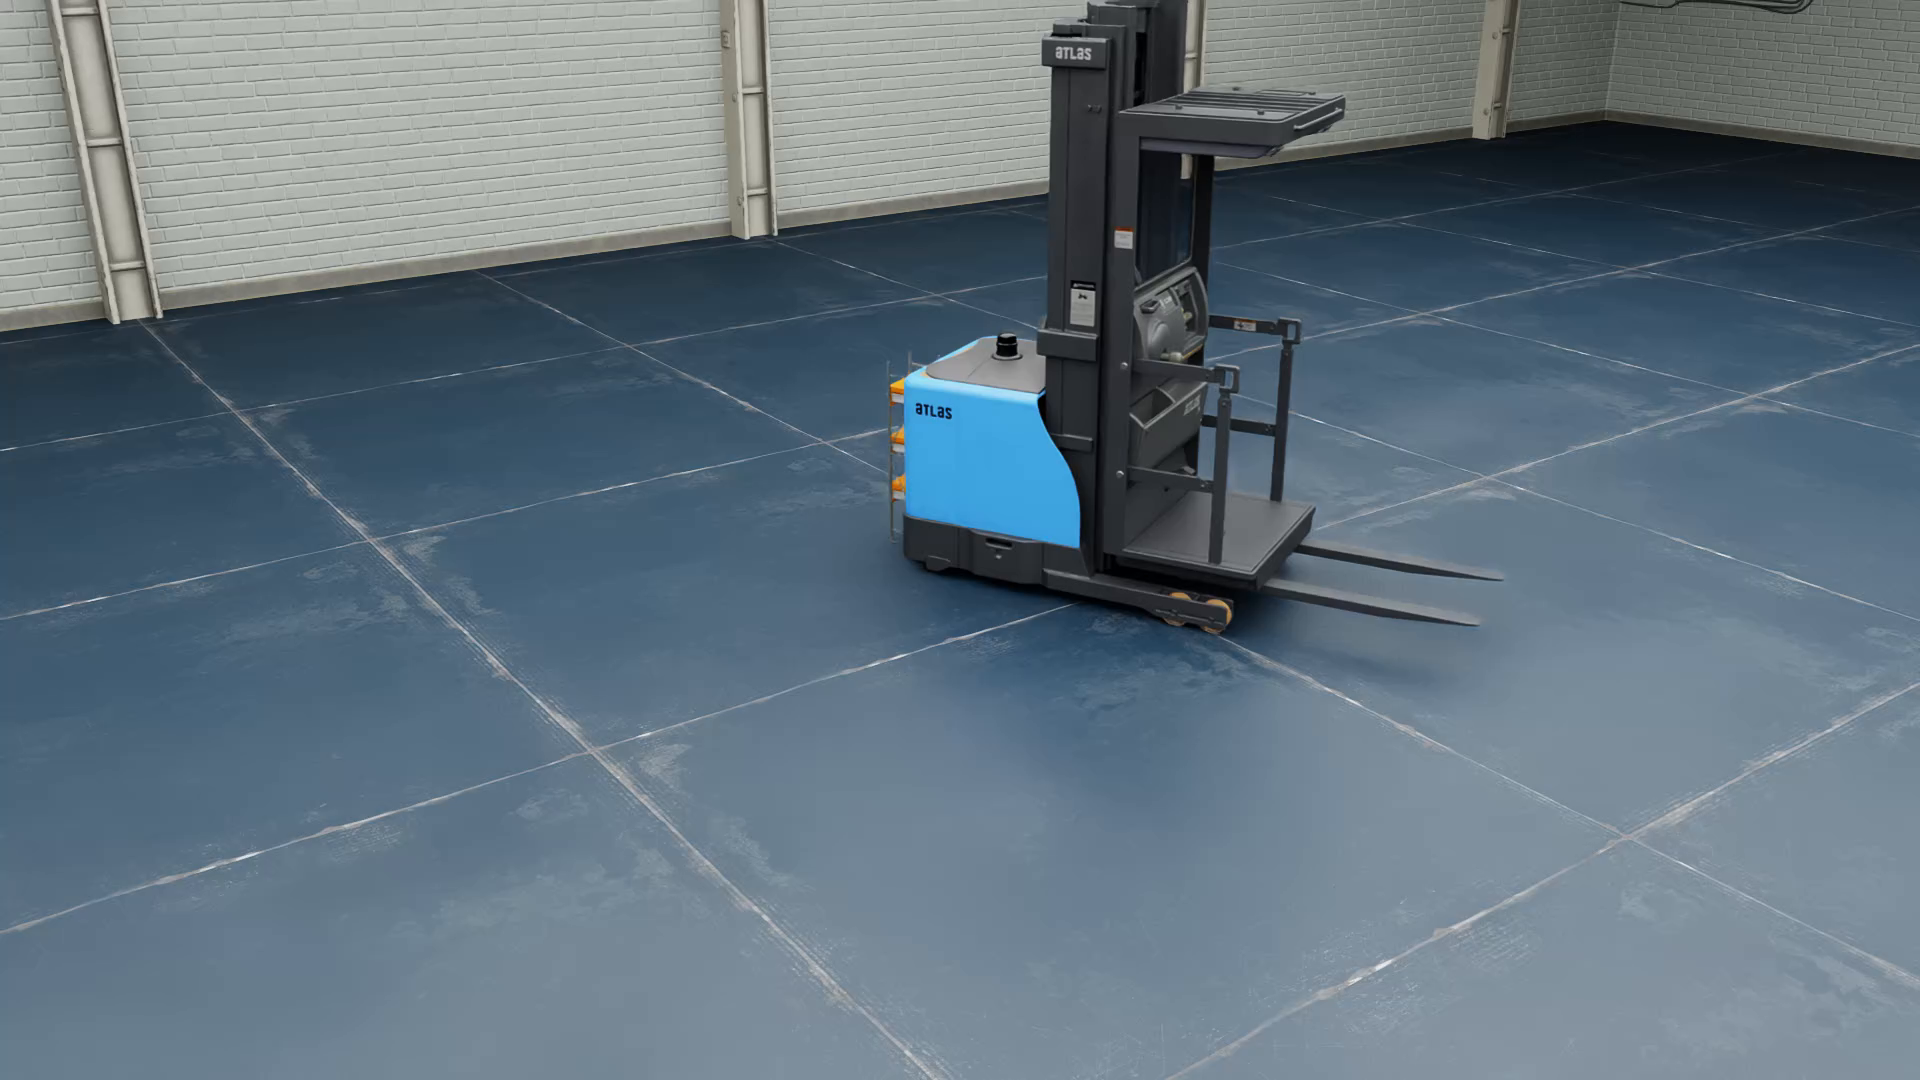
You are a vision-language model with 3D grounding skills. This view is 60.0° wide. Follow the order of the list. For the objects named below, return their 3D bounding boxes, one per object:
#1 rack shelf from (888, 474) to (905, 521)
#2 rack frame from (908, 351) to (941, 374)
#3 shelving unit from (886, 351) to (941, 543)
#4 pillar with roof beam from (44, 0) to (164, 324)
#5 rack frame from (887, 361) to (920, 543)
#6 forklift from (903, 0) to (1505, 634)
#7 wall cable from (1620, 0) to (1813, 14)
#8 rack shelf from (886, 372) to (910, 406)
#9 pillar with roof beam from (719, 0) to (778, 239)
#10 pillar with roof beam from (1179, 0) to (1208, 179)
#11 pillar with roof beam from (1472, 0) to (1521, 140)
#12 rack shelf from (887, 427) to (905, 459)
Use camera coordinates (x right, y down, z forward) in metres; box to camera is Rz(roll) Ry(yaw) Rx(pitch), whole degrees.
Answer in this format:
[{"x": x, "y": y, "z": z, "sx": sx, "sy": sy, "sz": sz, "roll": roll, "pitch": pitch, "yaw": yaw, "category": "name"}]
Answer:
[{"x": -0.251, "y": -0.233, "z": 9.342, "sx": 0.215, "sy": 0.259, "sz": 0.240, "roll": 11, "pitch": 24, "yaw": 25, "category": "rack shelf"}, {"x": -0.195, "y": -0.541, "z": 9.336, "sx": 0.200, "sy": 1.050, "sz": 0.008, "roll": 11, "pitch": 24, "yaw": 25, "category": "rack frame"}, {"x": -0.251, "y": -0.501, "z": 9.235, "sx": 0.215, "sy": 1.050, "sz": 0.252, "roll": 11, "pitch": 24, "yaw": 25, "category": "shelving unit"}, {"x": -4.508, "y": -4.781, "z": 9.235, "sx": 0.400, "sy": 9.000, "sz": 9.100, "roll": -15, "pitch": 26, "yaw": -33, "category": "pillar with roof beam"}, {"x": -0.306, "y": -0.460, "z": 9.134, "sx": 0.200, "sy": 1.050, "sz": 0.008, "roll": 11, "pitch": 24, "yaw": 25, "category": "rack frame"}, {"x": 1.241, "y": -1.123, "z": 8.256, "sx": 3.031, "sy": 2.935, "sz": 1.130, "roll": 11, "pitch": 24, "yaw": 25, "category": "forklift"}, {"x": 10.752, "y": -8.770, "z": 23.421, "sx": 0.112, "sy": 2.526, "sz": 3.097, "roll": -15, "pitch": 26, "yaw": -33, "category": "wall cable"}, {"x": -0.251, "y": -0.754, "z": 9.133, "sx": 0.215, "sy": 0.259, "sz": 0.240, "roll": 11, "pitch": 24, "yaw": 25, "category": "rack shelf"}, {"x": 0.362, "y": -6.079, "z": 12.490, "sx": 0.400, "sy": 9.000, "sz": 9.100, "roll": -15, "pitch": 26, "yaw": -33, "category": "pillar with roof beam"}, {"x": 5.233, "y": -7.378, "z": 15.744, "sx": 0.400, "sy": 9.000, "sz": 9.100, "roll": -15, "pitch": 26, "yaw": -33, "category": "pillar with roof beam"}, {"x": 10.103, "y": -8.677, "z": 18.999, "sx": 0.400, "sy": 9.000, "sz": 9.100, "roll": -15, "pitch": 26, "yaw": -33, "category": "pillar with roof beam"}, {"x": -0.251, "y": -0.491, "z": 9.239, "sx": 0.215, "sy": 0.259, "sz": 0.240, "roll": 11, "pitch": 24, "yaw": 25, "category": "rack shelf"}]
